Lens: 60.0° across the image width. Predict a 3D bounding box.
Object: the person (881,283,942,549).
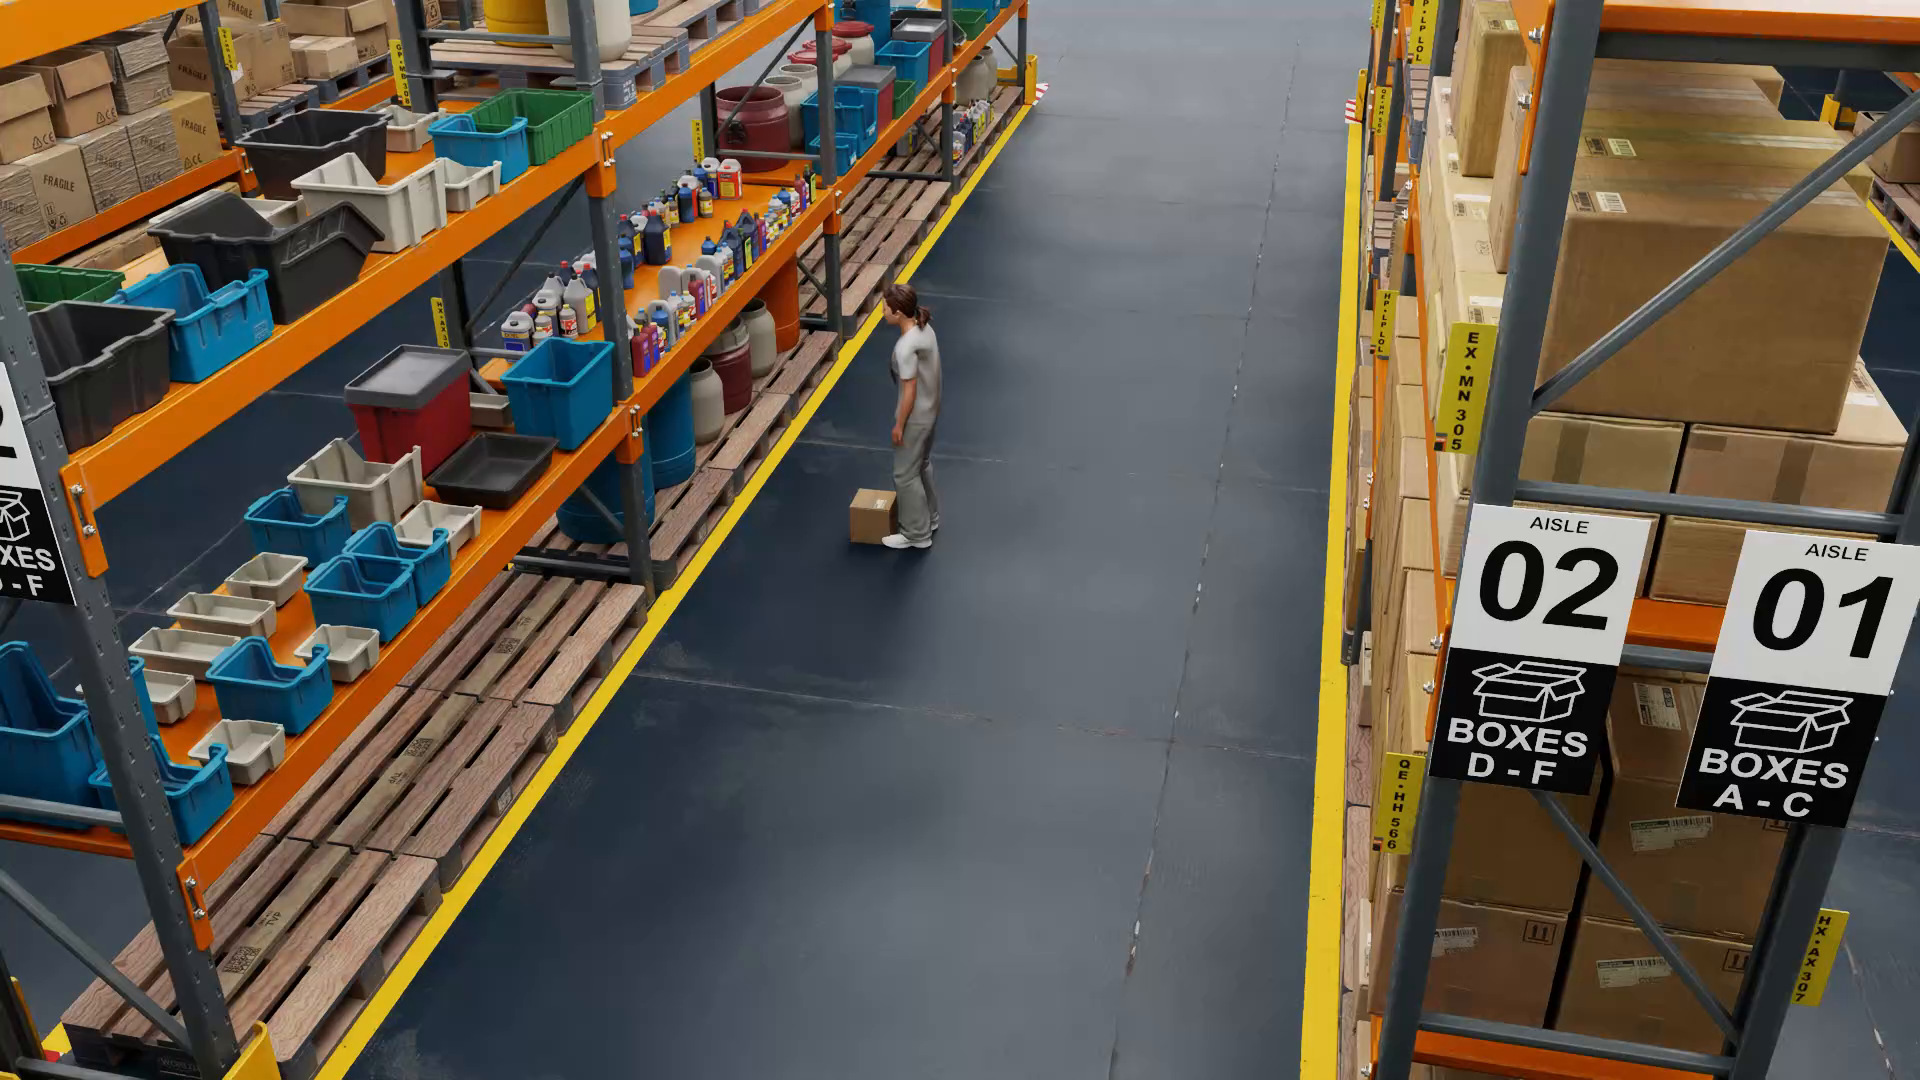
[{"bbox_3d":[-0.289,-0.746,9.966,0.354,1.673,0.490,6,29,10],"label":"person"}]
